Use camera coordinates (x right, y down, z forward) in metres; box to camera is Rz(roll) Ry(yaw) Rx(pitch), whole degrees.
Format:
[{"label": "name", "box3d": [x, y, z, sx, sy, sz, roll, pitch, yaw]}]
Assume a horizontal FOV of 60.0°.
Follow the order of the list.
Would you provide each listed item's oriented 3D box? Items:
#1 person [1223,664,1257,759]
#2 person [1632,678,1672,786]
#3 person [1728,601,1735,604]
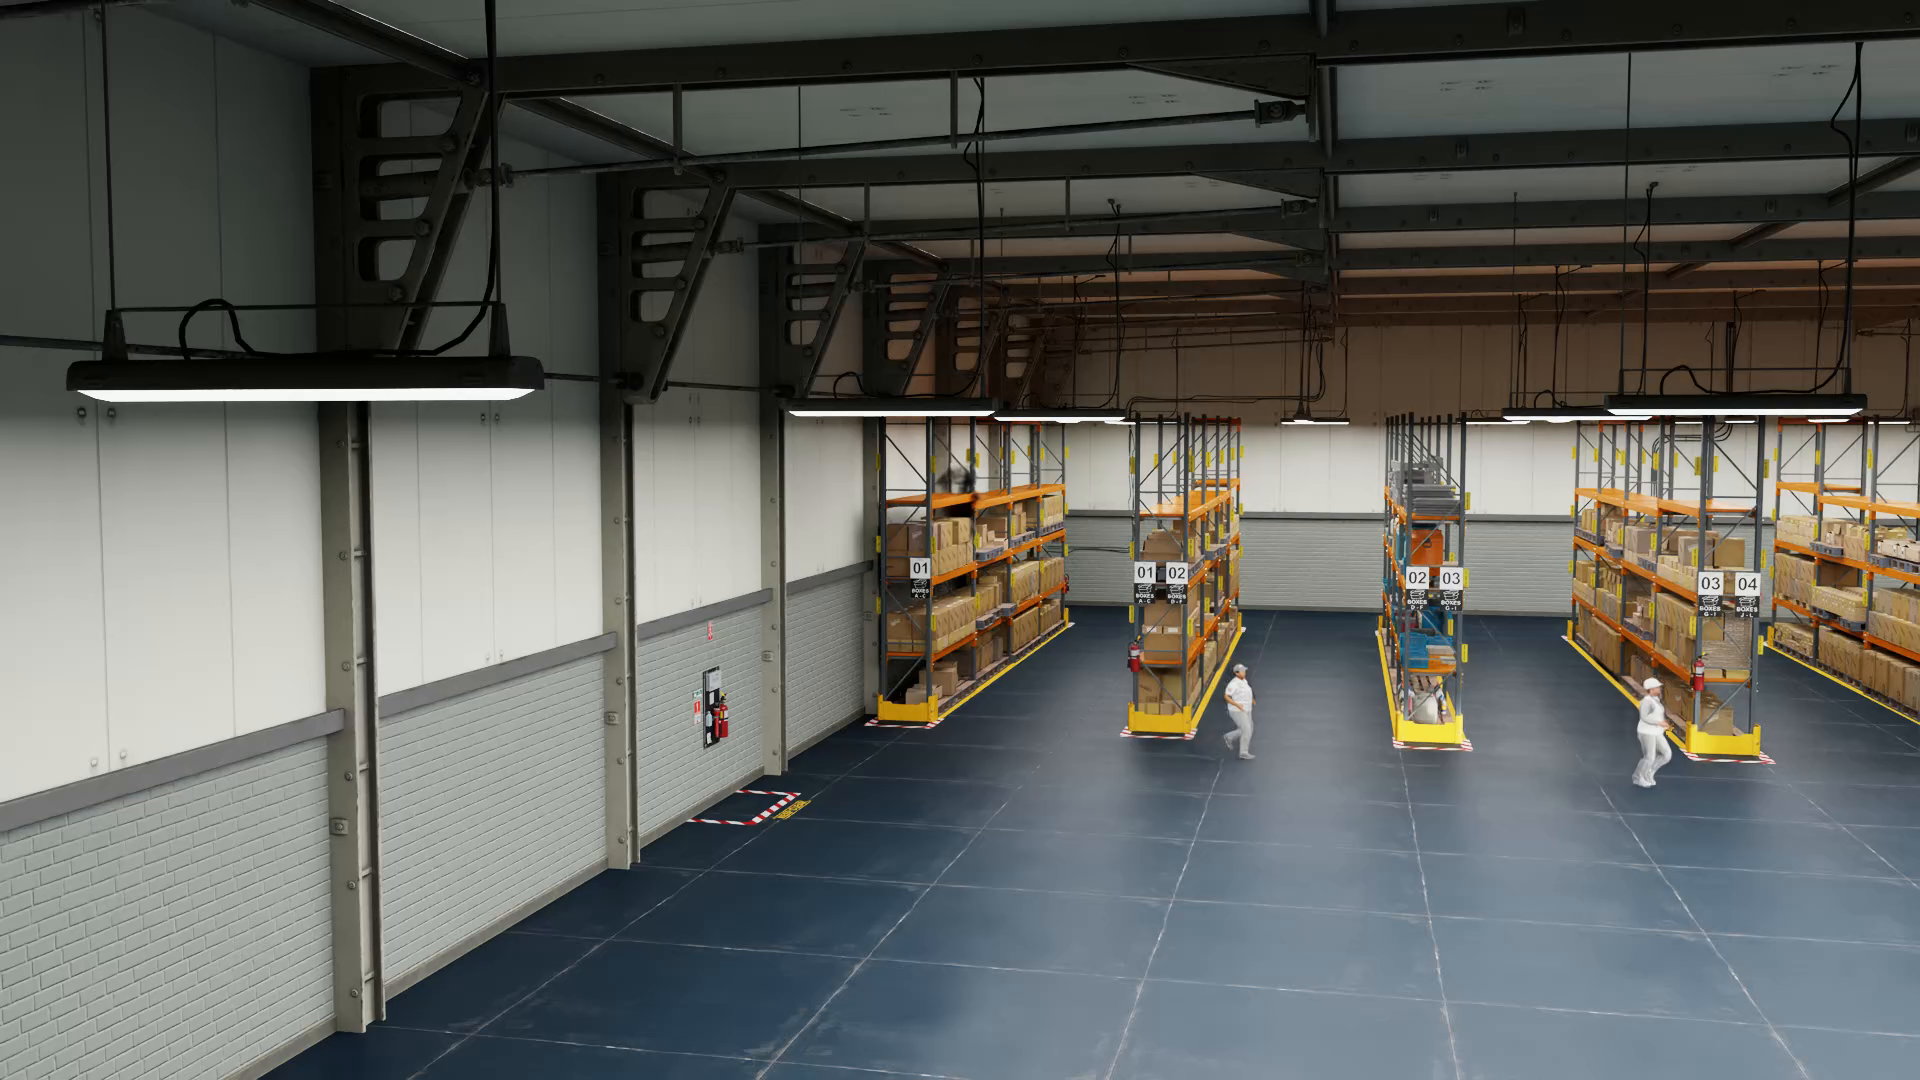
[{"label": "person", "box3d": [4.833, 2.960, 28.844, 0.669, 1.620, 0.613, 3, 5, 38]}, {"label": "person", "box3d": [11.004, 3.063, 26.383, 0.639, 1.751, 0.659, 4, 5, 45]}, {"label": "person", "box3d": [20.584, 1.896, 44.572, 0.605, 1.630, 0.756, -3, 5, -35]}]
